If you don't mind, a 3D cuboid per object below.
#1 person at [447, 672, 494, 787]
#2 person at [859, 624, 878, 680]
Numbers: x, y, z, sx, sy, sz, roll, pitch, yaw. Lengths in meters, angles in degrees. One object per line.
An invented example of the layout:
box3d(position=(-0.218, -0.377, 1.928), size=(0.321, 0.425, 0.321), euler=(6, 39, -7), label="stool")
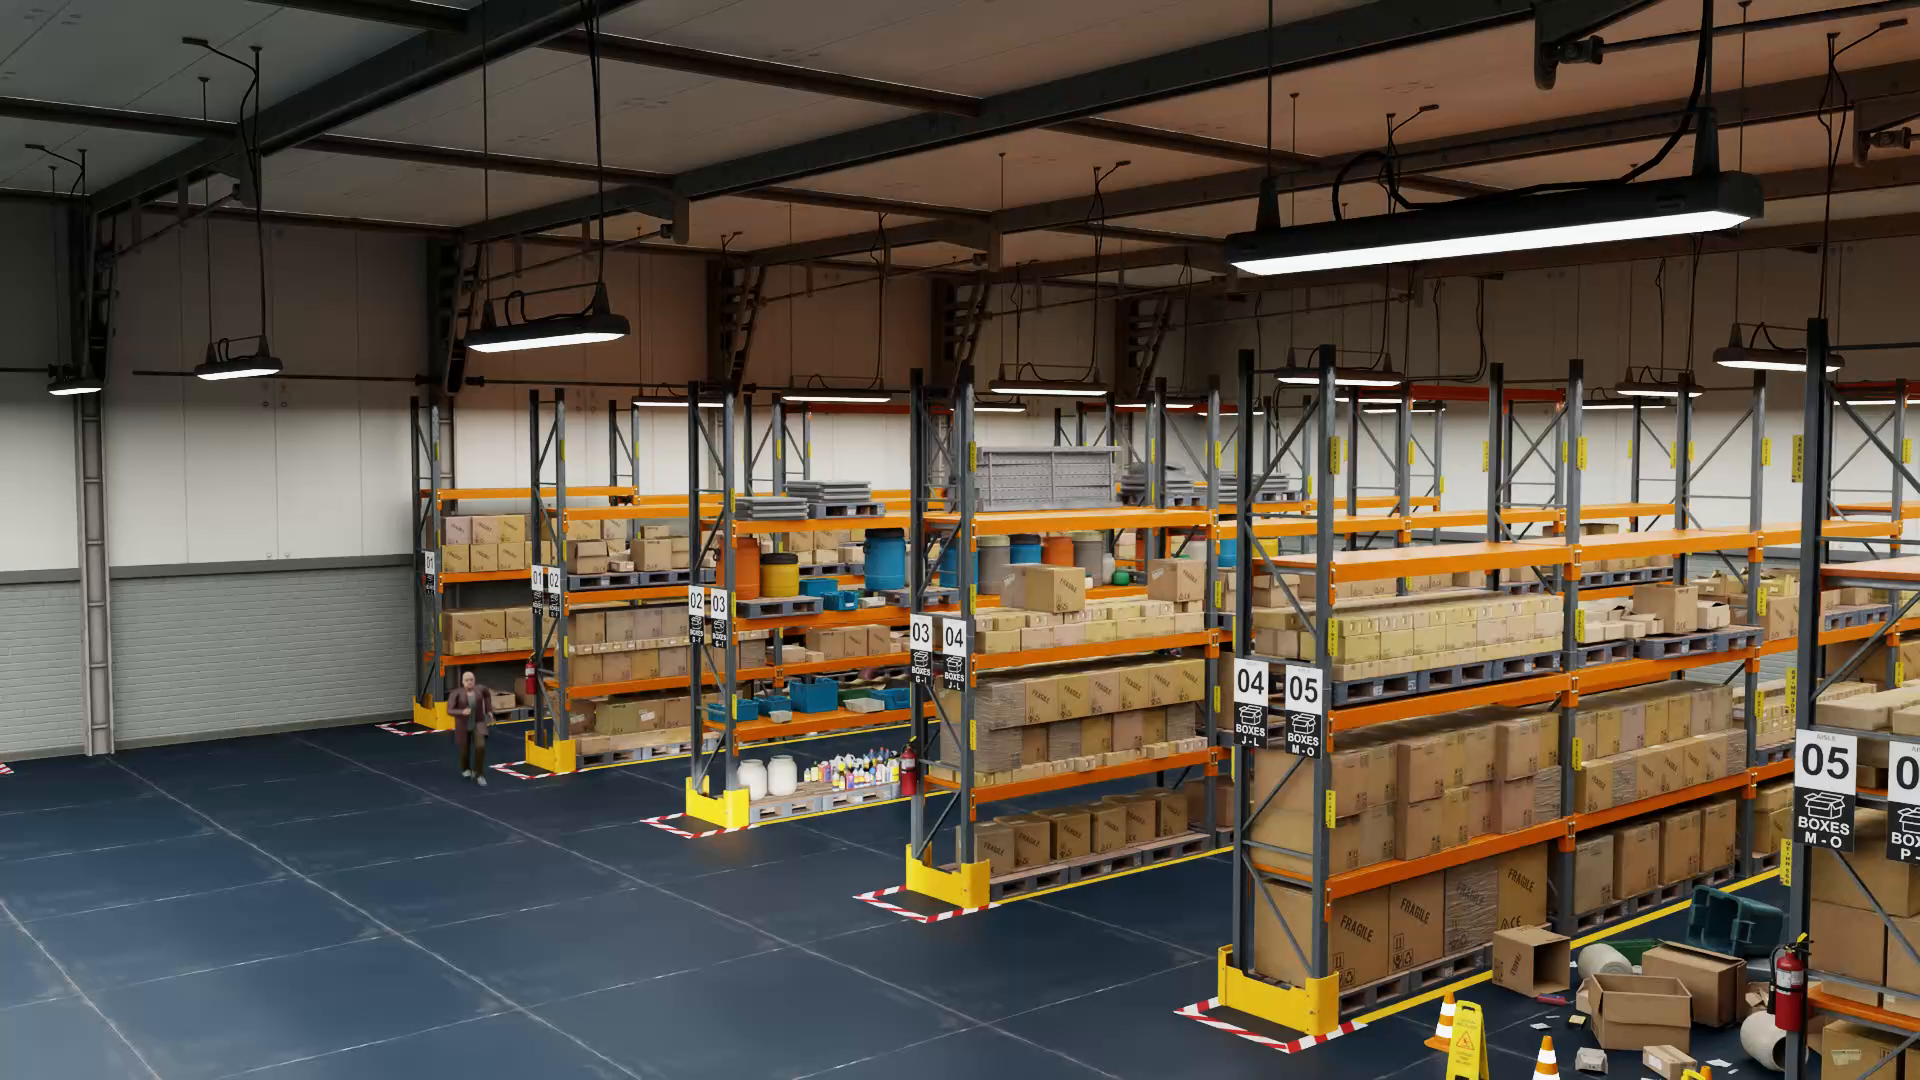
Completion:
box3d(position=(-7.377, 2.831, 25.065), size=(0.698, 1.745, 1.049), euler=(-1, 4, -20), label="person")
box3d(position=(-1.723, 2.453, 32.503), size=(0.595, 1.624, 0.616), euler=(3, 4, 38), label="person")
